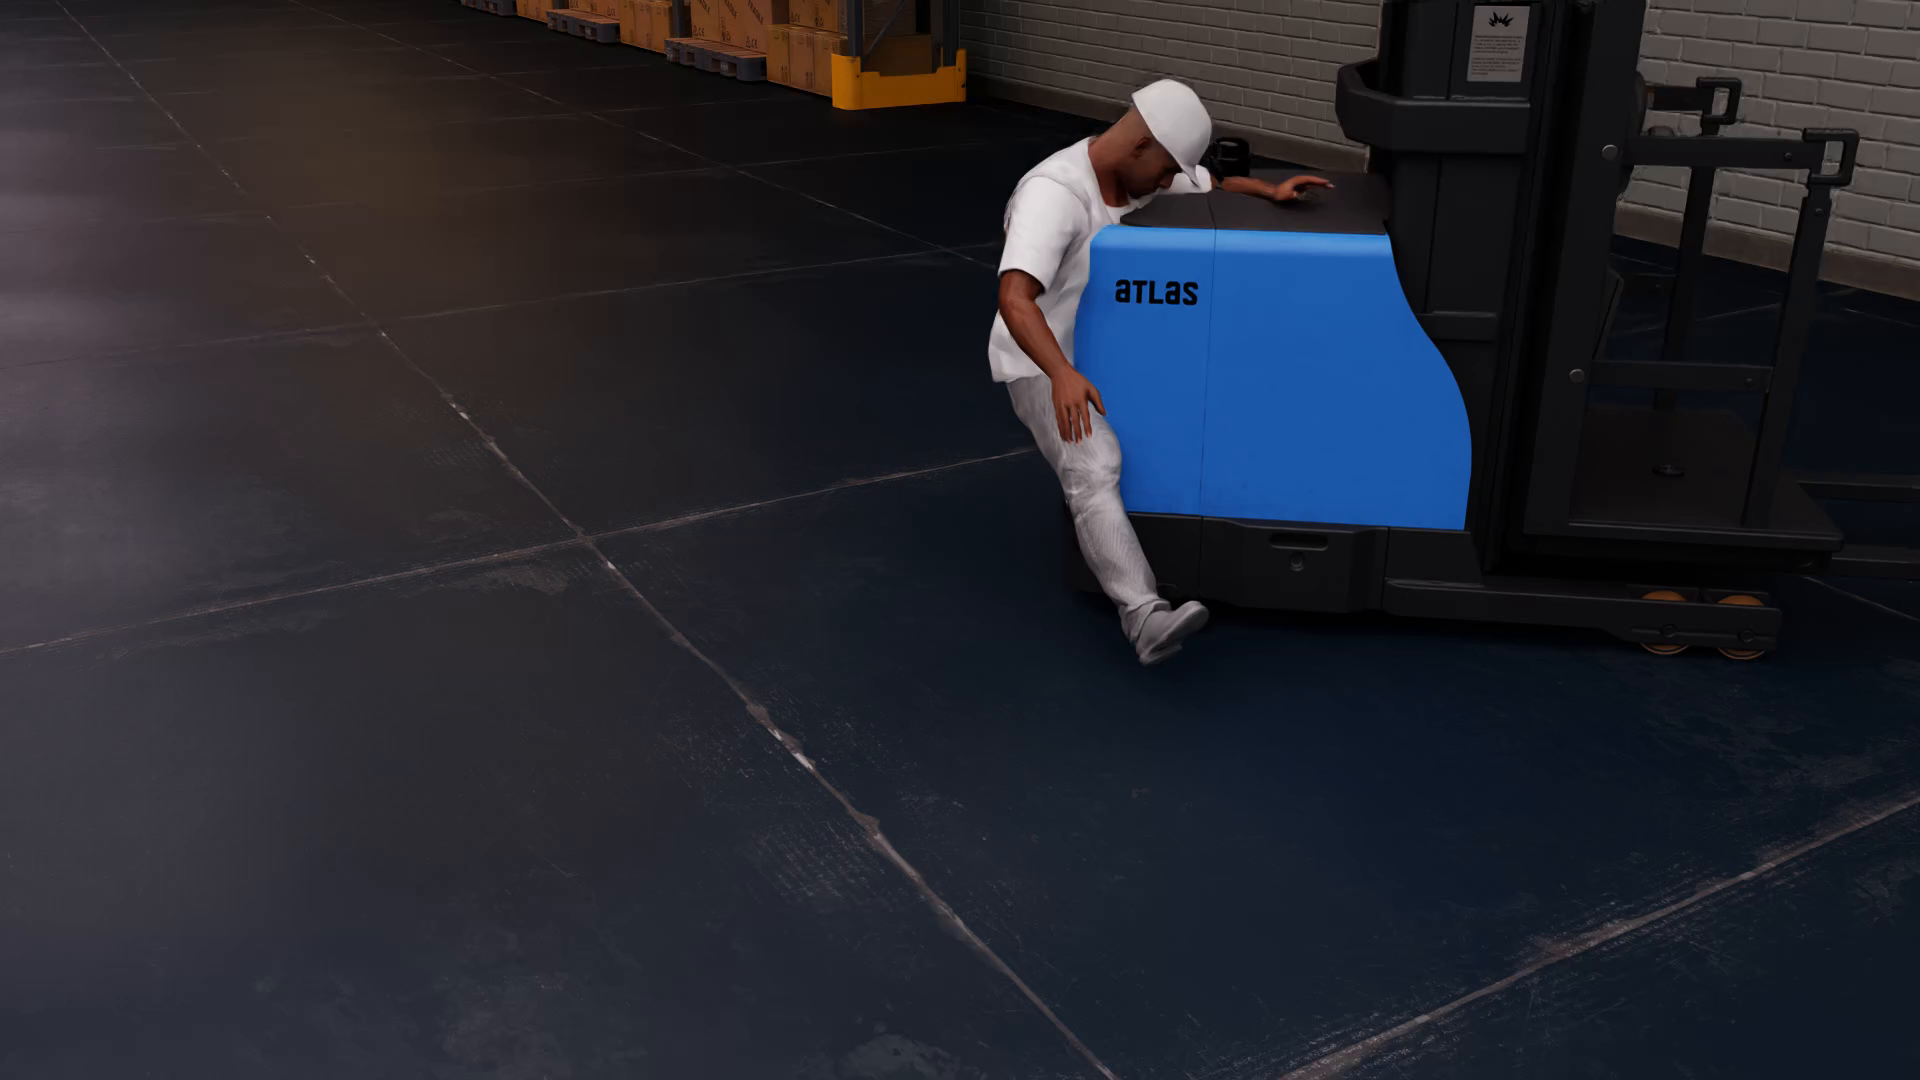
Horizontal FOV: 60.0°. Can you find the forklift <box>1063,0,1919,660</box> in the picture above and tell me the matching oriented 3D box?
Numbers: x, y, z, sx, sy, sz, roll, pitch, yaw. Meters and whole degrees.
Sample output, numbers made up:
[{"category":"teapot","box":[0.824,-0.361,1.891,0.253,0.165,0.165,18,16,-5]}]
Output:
[{"category":"forklift","box":[1.851,-1.258,4.339,3.031,2.935,1.130,3,23,8]}]

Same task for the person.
[{"category":"person","box":[0.492,-0.480,4.439,1.023,1.442,1.116,-21,30,-41]}]
